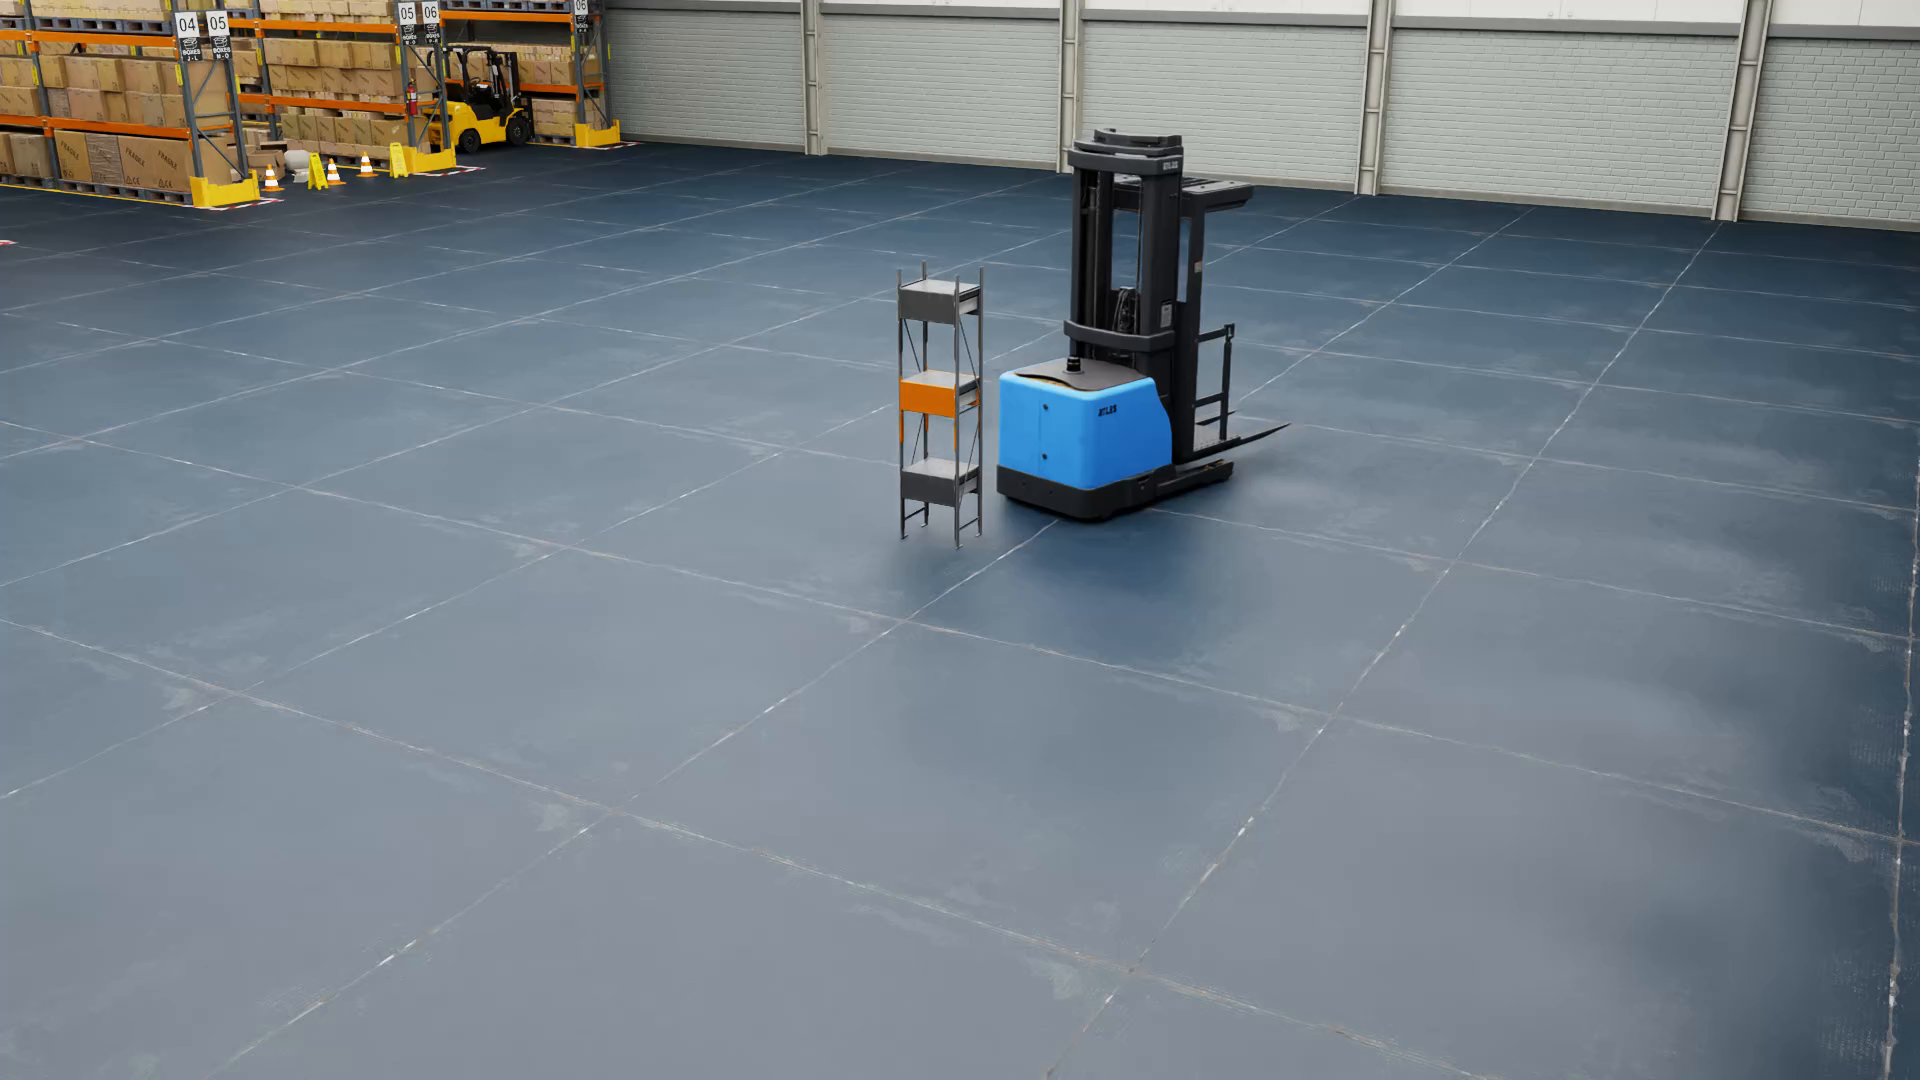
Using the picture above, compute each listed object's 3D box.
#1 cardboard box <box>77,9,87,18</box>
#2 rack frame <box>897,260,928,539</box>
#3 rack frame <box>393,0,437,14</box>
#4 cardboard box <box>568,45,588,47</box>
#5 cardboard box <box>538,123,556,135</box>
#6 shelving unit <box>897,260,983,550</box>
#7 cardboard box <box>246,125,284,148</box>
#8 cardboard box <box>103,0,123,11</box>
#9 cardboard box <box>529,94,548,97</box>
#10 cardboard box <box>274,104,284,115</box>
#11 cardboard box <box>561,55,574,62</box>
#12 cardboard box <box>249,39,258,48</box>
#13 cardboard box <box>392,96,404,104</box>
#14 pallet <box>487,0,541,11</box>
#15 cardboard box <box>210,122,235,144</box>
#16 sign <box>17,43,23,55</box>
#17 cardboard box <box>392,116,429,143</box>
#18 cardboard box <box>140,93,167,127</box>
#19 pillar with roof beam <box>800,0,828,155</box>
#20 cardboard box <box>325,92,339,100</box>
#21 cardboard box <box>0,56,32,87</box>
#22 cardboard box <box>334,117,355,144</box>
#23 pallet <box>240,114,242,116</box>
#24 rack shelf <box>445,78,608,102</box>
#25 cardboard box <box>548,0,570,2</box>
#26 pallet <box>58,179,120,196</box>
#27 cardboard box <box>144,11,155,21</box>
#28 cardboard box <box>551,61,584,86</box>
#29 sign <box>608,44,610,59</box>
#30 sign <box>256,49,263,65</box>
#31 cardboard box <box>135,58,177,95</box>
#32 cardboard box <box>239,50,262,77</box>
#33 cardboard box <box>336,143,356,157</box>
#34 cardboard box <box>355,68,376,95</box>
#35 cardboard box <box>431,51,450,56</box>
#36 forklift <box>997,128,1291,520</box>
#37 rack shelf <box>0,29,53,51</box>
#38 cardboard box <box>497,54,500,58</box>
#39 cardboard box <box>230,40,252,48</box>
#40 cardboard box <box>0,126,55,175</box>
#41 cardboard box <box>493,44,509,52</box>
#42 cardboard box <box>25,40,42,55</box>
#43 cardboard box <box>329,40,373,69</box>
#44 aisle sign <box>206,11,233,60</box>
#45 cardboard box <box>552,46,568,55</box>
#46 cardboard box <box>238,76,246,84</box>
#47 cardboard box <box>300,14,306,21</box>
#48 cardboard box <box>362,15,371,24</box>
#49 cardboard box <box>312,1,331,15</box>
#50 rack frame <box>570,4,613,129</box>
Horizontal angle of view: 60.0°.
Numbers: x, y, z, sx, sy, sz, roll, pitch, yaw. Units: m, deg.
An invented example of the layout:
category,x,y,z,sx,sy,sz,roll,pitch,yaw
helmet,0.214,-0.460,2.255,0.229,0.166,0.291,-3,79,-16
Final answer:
category,x,y,z,sx,sy,sz,roll,pitch,yaw
cardboard box,-15.119,-9.174,28.965,0.250,0.149,0.380,11,23,27
rack frame,-0.358,-1.055,12.695,0.015,2.100,0.400,11,23,27
rack frame,-10.566,-11.656,31.802,0.127,3.000,1.000,11,23,27
cardboard box,-8.540,-10.988,37.225,0.250,0.149,0.380,12,23,29
cardboard box,-9.143,-9.289,37.490,0.500,0.250,0.500,11,23,27
shelving unit,-0.145,-1.015,12.583,0.503,2.100,0.431,11,23,27
cardboard box,-14.518,-8.550,35.274,0.625,0.372,0.950,11,23,28
cardboard box,-14.330,-9.235,28.547,0.500,0.250,0.500,11,22,27
cardboard box,-9.790,-10.081,38.208,0.500,0.250,0.500,10,22,26
cardboard box,-16.960,-10.927,41.639,0.500,0.500,0.500,10,22,25
cardboard box,-8.588,-10.641,36.702,0.250,0.149,0.380,11,23,28
cardboard box,-17.175,-12.191,41.311,0.500,0.500,0.700,11,23,27
cardboard box,-10.997,-8.716,32.864,0.250,0.149,0.380,12,23,29
pallet,-9.823,-12.011,37.308,1.213,0.211,1.003,11,23,27
cardboard box,-14.900,-8.147,33.482,0.500,0.500,0.500,11,23,27
sign,-21.312,-11.110,37.709,0.005,0.325,0.100,11,23,27
cardboard box,-11.157,-8.314,33.702,0.500,0.500,0.500,10,22,26
cardboard box,-13.729,-7.549,29.058,0.550,0.550,0.875,11,23,27
pillar with roof beam,-5.179,-11.239,30.653,0.400,9.000,9.100,11,23,27
cardboard box,-12.594,-8.986,33.608,0.250,0.149,0.380,11,23,27
cardboard box,-17.271,-8.694,30.820,0.500,0.500,0.700,10,22,26
cardboard box,-12.287,-8.321,33.722,0.500,0.500,0.500,10,22,26
pallet,-19.224,-11.113,43.193,1.213,0.211,1.003,11,23,27
rack shelf,-9.895,-10.309,37.940,4.000,0.370,1.077,11,23,27
cardboard box,-8.654,-12.017,36.286,0.500,0.500,0.500,12,23,29
pallet,-15.759,-6.550,30.613,1.213,0.211,1.003,11,23,27
cardboard box,-13.567,-8.879,28.150,0.250,0.149,0.380,11,23,28
cardboard box,-8.707,-10.365,36.894,0.500,0.500,0.500,10,22,26
sign,-7.873,-10.923,37.192,0.005,0.325,0.100,11,23,27
sign,-14.326,-9.880,34.005,0.005,0.325,0.100,11,23,27
cardboard box,-13.722,-8.061,28.885,0.550,0.550,0.875,11,23,27
cardboard box,-14.574,-9.894,34.543,0.500,0.500,0.500,10,22,26
cardboard box,-12.311,-7.969,33.852,0.500,0.250,0.500,10,22,25
cardboard box,-11.609,-9.116,33.014,0.500,0.500,0.500,11,23,27
cardboard box,-12.047,-11.322,38.581,0.250,0.149,0.380,12,23,29
forklift,1.704,-1.953,13.951,3.031,2.935,1.130,-19,27,-41
rack shelf,-18.130,-9.415,31.078,4.000,0.370,1.077,11,23,27
cardboard box,-10.388,-10.979,37.634,0.250,0.149,0.380,10,22,26
cardboard box,-15.295,-10.524,35.329,0.250,0.149,0.380,12,23,30
cardboard box,-17.810,-7.389,31.519,0.750,0.750,1.050,11,23,27
cardboard box,-10.344,-11.139,37.641,0.250,0.149,0.380,11,23,27
cardboard box,-20.799,-11.190,37.702,0.500,0.500,0.500,11,23,28
cardboard box,-12.052,-9.653,33.030,0.500,0.500,0.700,10,22,27
aisle sign,-12.684,-8.645,28.487,0.004,0.787,0.394,11,23,27
cardboard box,-8.795,-10.835,36.801,0.250,0.149,0.380,11,23,27
cardboard box,-14.864,-9.633,34.775,0.250,0.149,0.380,10,22,26
cardboard box,-13.007,-10.499,33.378,0.250,0.149,0.380,10,22,26
cardboard box,-11.463,-10.190,32.528,0.250,0.149,0.380,12,23,29
cardboard box,-12.480,-10.573,32.997,0.500,0.250,0.500,11,23,28
rack frame,-8.149,-10.314,36.901,0.127,3.000,1.000,11,23,27
